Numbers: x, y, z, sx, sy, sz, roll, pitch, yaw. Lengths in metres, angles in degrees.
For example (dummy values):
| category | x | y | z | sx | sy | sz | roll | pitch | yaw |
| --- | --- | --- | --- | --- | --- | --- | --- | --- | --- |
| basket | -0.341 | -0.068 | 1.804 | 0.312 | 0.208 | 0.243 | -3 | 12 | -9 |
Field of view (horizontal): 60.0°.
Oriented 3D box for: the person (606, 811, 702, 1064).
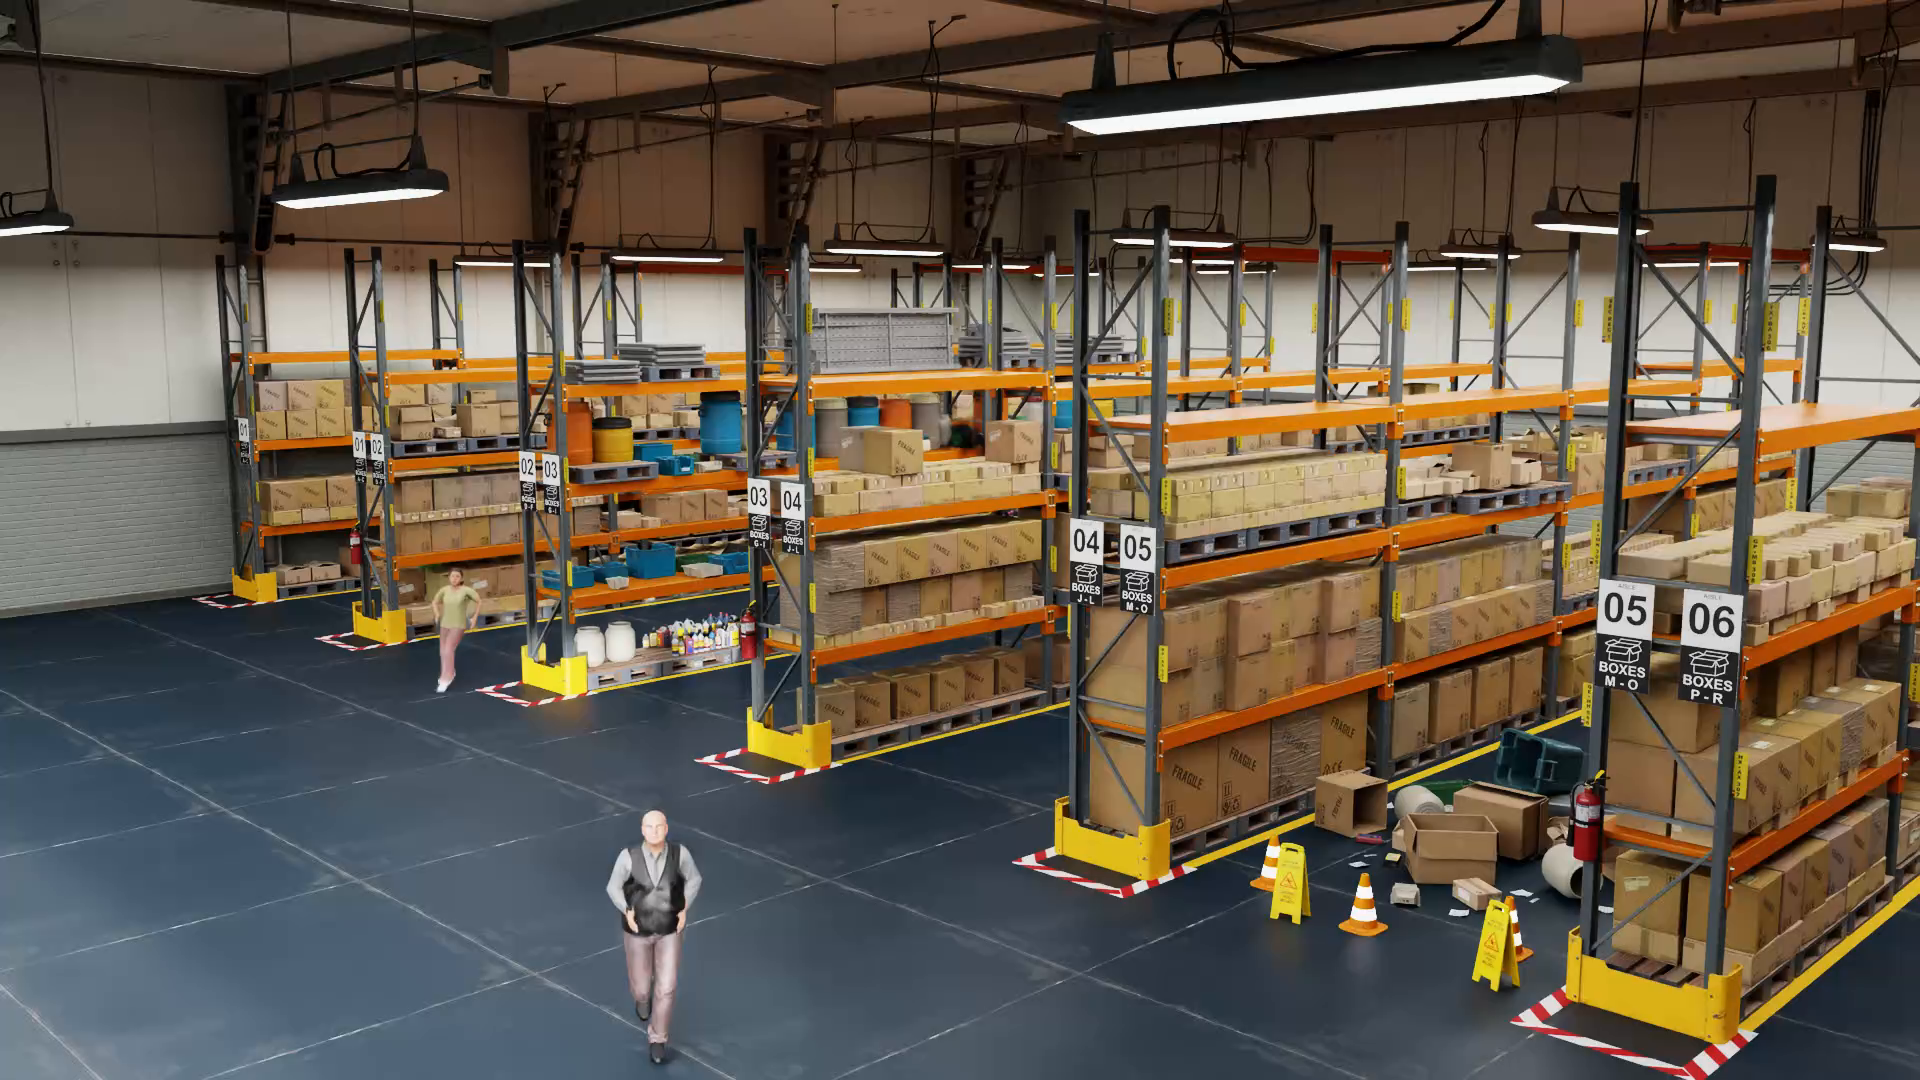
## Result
| category | x | y | z | sx | sy | sz | roll | pitch | yaw |
| --- | --- | --- | --- | --- | --- | --- | --- | --- | --- |
| person | -2.117 | 2.699 | 11.579 | 0.657 | 1.697 | 0.752 | -2 | 8 | -13 |

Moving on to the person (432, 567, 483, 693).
| category | x | y | z | sx | sy | sz | roll | pitch | yaw |
| --- | --- | --- | --- | --- | --- | --- | --- | --- | --- |
| person | -6.802 | 1.192 | 22.408 | 0.642 | 1.681 | 0.694 | 1 | 8 | 8 |

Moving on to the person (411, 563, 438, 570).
| category | x | y | z | sx | sy | sz | roll | pitch | yaw |
| --- | --- | --- | --- | --- | --- | --- | --- | --- | --- |
| person | -8.999 | 0.285 | 28.014 | 0.662 | 1.797 | 0.928 | 8 | 11 | 44 |
